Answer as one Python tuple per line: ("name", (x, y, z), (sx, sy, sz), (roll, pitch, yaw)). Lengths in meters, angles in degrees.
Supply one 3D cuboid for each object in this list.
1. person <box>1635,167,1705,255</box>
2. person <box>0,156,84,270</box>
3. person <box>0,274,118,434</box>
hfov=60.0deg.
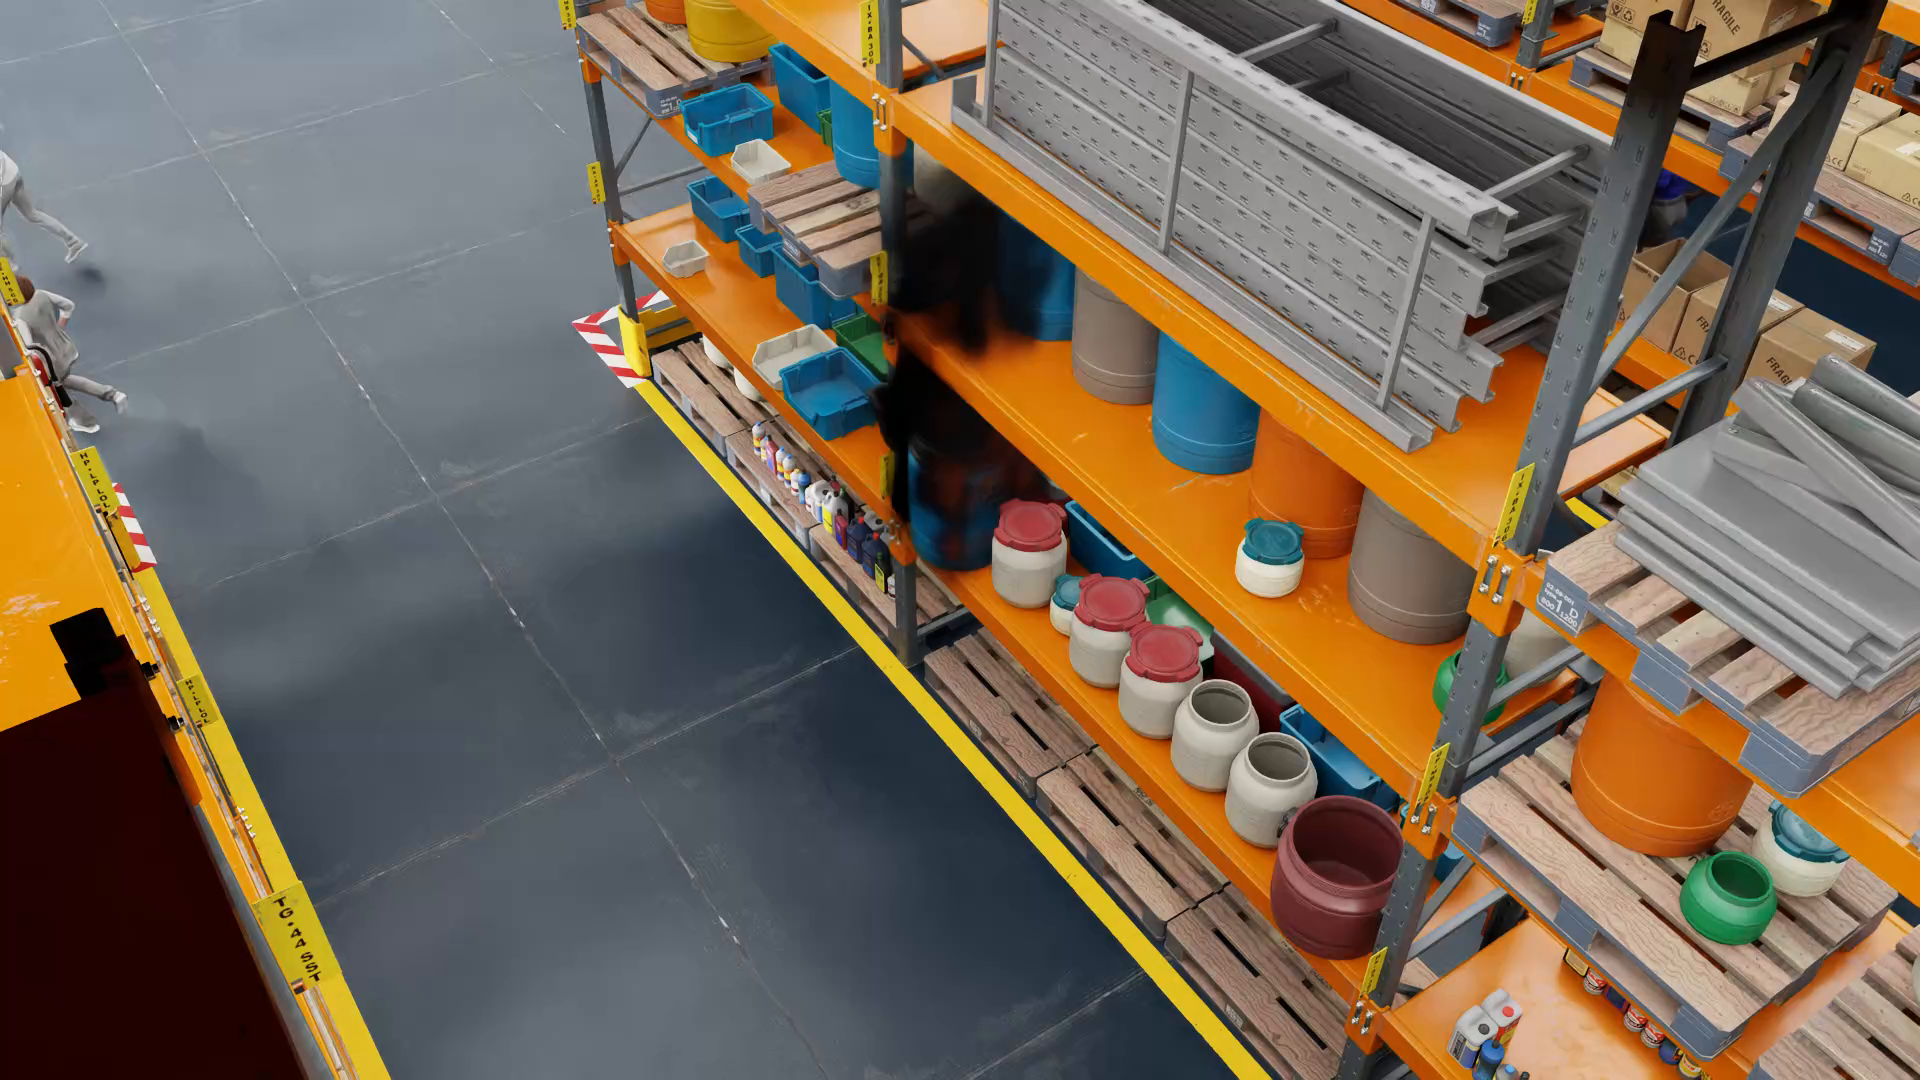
("person", (5.621, -2.604, 13.349), (0.590, 1.654, 0.924), (-24, 48, -24))
("person", (-7.901, -2.921, 13.651), (0.899, 1.700, 0.631), (-4, 43, -4))
("person", (-6.597, -1.306, 12.064), (0.507, 1.538, 0.603), (4, 43, 4))
